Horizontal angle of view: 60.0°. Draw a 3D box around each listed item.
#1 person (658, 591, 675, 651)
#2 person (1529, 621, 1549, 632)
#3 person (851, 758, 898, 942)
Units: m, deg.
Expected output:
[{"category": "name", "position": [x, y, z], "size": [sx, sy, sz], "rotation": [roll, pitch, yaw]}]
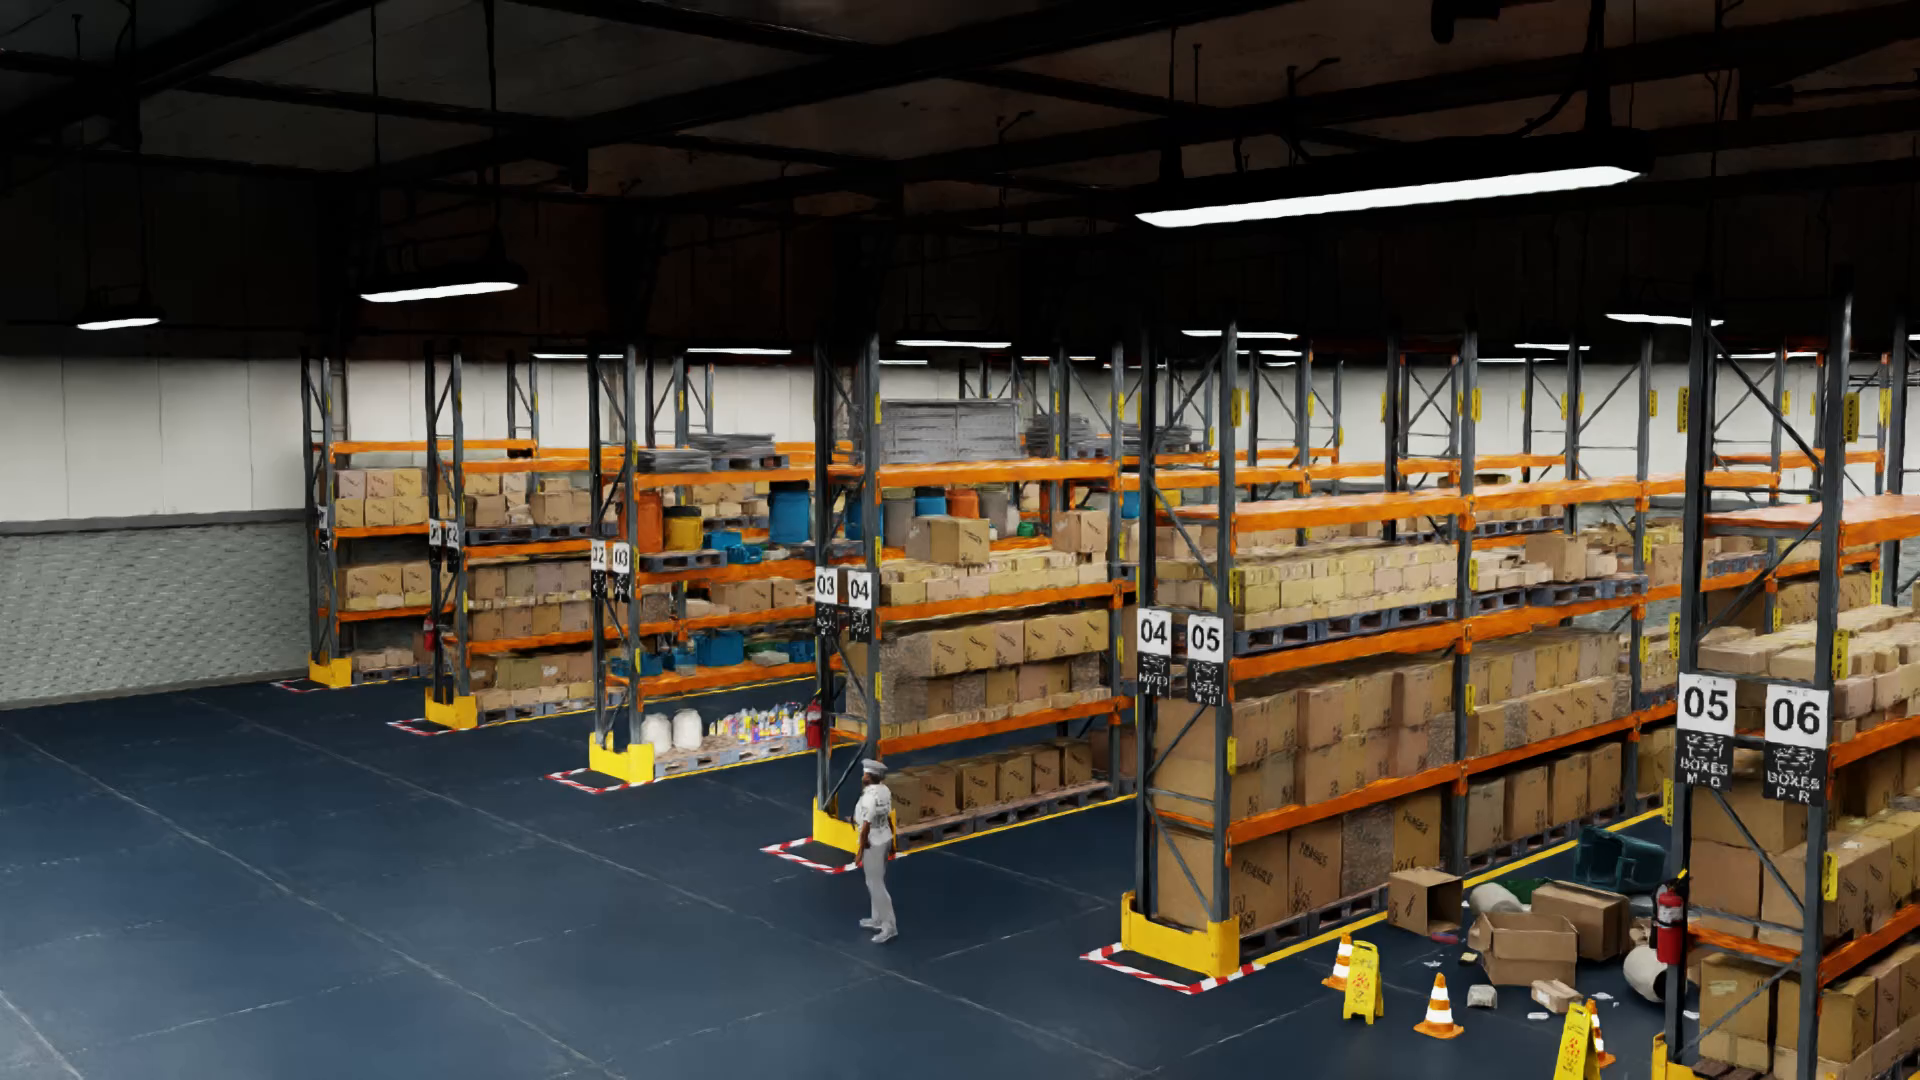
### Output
[{"category": "person", "position": [-5.671, 1.470, 31.879], "size": [0.492, 1.765, 0.627], "rotation": [2, 5, 20]}, {"category": "person", "position": [8.861, 2.017, 25.539], "size": [0.400, 1.769, 0.674], "rotation": [3, 6, 28]}, {"category": "person", "position": [-0.801, 2.944, 15.896], "size": [0.489, 1.664, 0.663], "rotation": [2, 5, 17]}]
